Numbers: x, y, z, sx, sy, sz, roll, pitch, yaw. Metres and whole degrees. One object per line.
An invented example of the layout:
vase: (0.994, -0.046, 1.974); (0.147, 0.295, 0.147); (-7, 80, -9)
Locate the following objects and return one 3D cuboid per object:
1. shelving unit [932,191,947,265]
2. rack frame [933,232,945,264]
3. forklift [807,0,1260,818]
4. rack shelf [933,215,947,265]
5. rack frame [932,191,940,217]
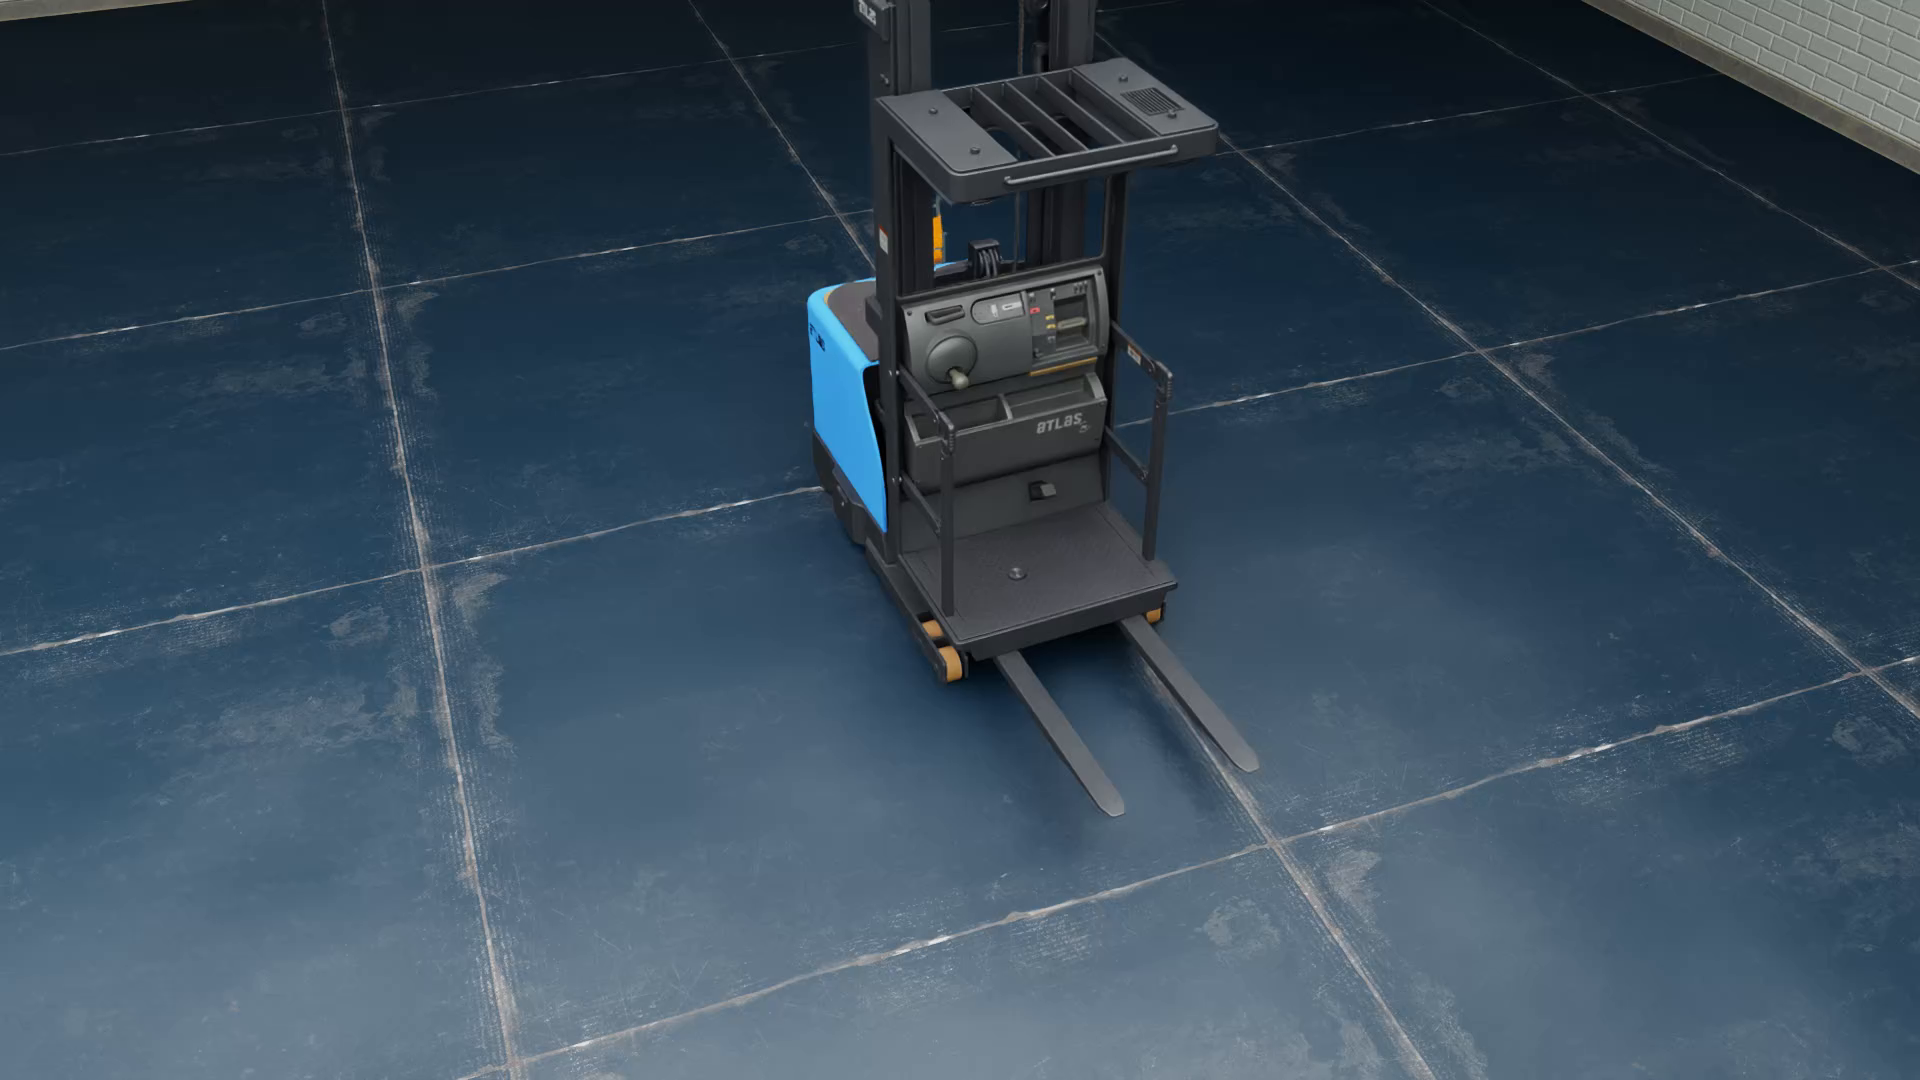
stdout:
shelving unit: (-0.212, -1.194, 8.838); (0.258, 1.200, 0.503); (-2, 37, -3)
rack frame: (-0.196, -1.048, 8.644); (0.240, 1.200, 0.015); (-2, 37, -3)
forklift: (0.293, -0.831, 6.917); (1.130, 2.935, 3.031); (-15, 39, -19)
rack shelf: (-0.212, -1.508, 8.602); (0.258, 0.148, 0.480); (-2, 37, -3)
rack frame: (-0.228, -1.341, 9.033); (0.240, 1.200, 0.015); (-2, 37, -3)
